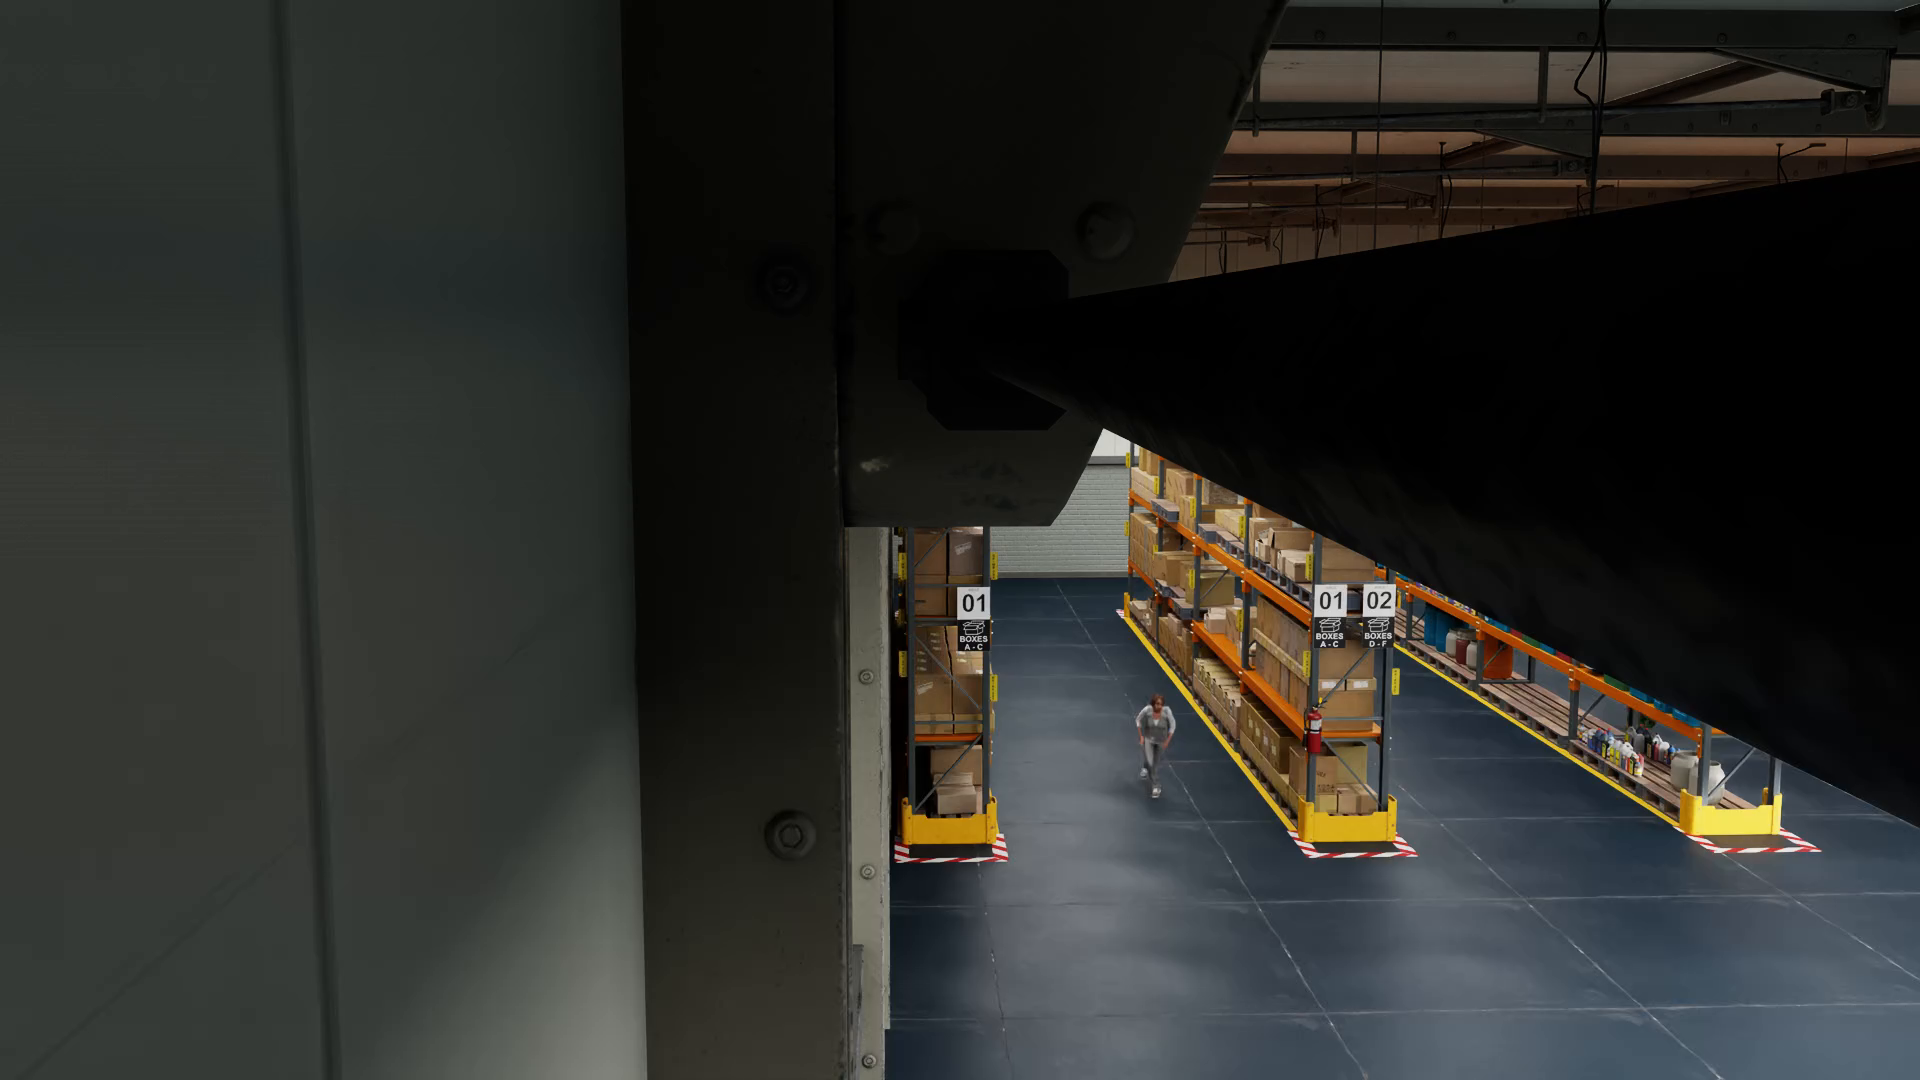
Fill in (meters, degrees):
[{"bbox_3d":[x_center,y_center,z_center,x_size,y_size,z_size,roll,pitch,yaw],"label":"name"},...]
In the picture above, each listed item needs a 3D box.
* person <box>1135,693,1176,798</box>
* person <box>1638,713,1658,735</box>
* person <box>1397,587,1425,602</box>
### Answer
[{"bbox_3d":[2.643,2.727,22.650,0.540,1.454,0.942,0,7,-1],"label":"person"},{"bbox_3d":[10.850,2.216,25.698,0.877,1.674,0.627,2,8,15],"label":"person"},{"bbox_3d":[10.480,0.572,38.545,0.722,1.752,0.627,2,8,15],"label":"person"}]
